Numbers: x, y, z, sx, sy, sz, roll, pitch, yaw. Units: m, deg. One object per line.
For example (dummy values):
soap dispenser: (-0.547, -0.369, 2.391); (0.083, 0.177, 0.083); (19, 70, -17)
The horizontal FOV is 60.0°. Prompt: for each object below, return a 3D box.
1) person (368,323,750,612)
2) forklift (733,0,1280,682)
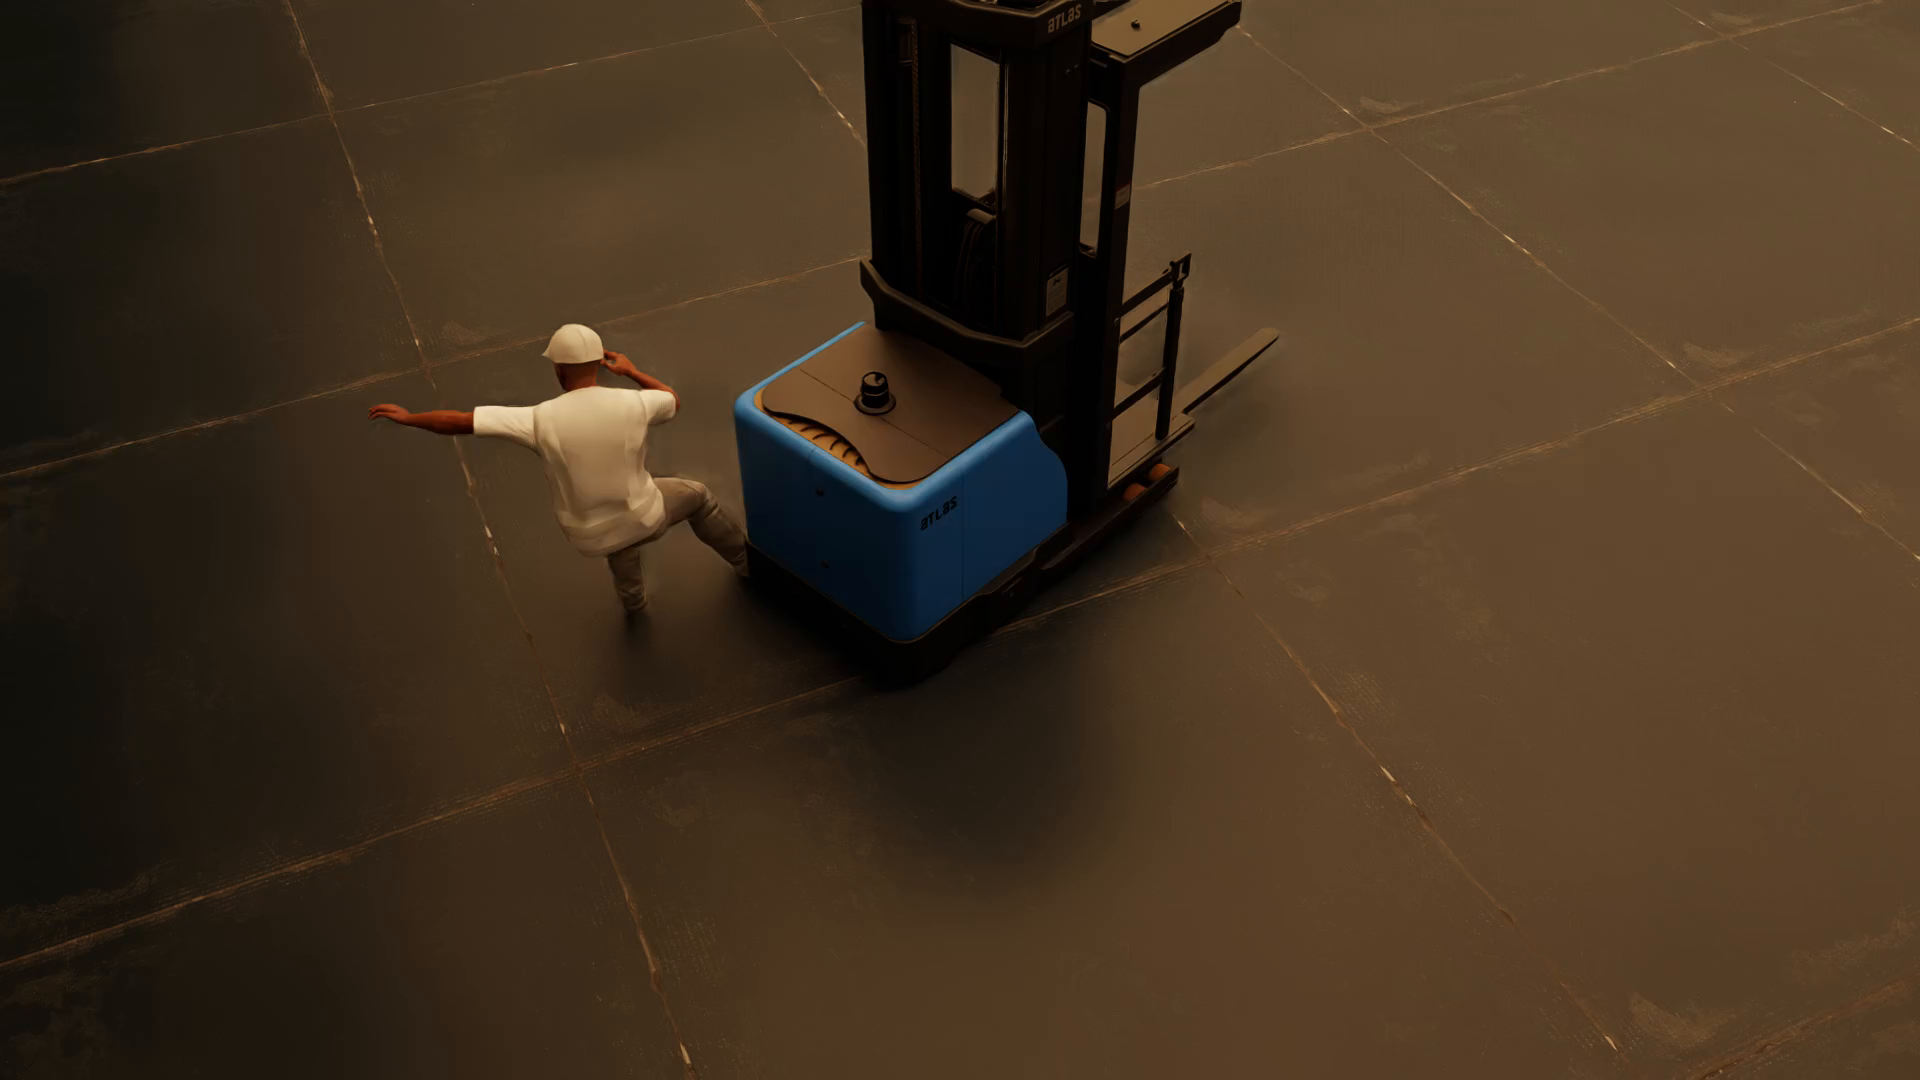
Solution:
person: (-1.584, -0.277, 7.015); (1.567, 1.483, 0.802); (-12, 44, -13)
forklift: (0.405, -1.388, 7.168); (1.130, 2.935, 3.031); (32, 52, 30)
